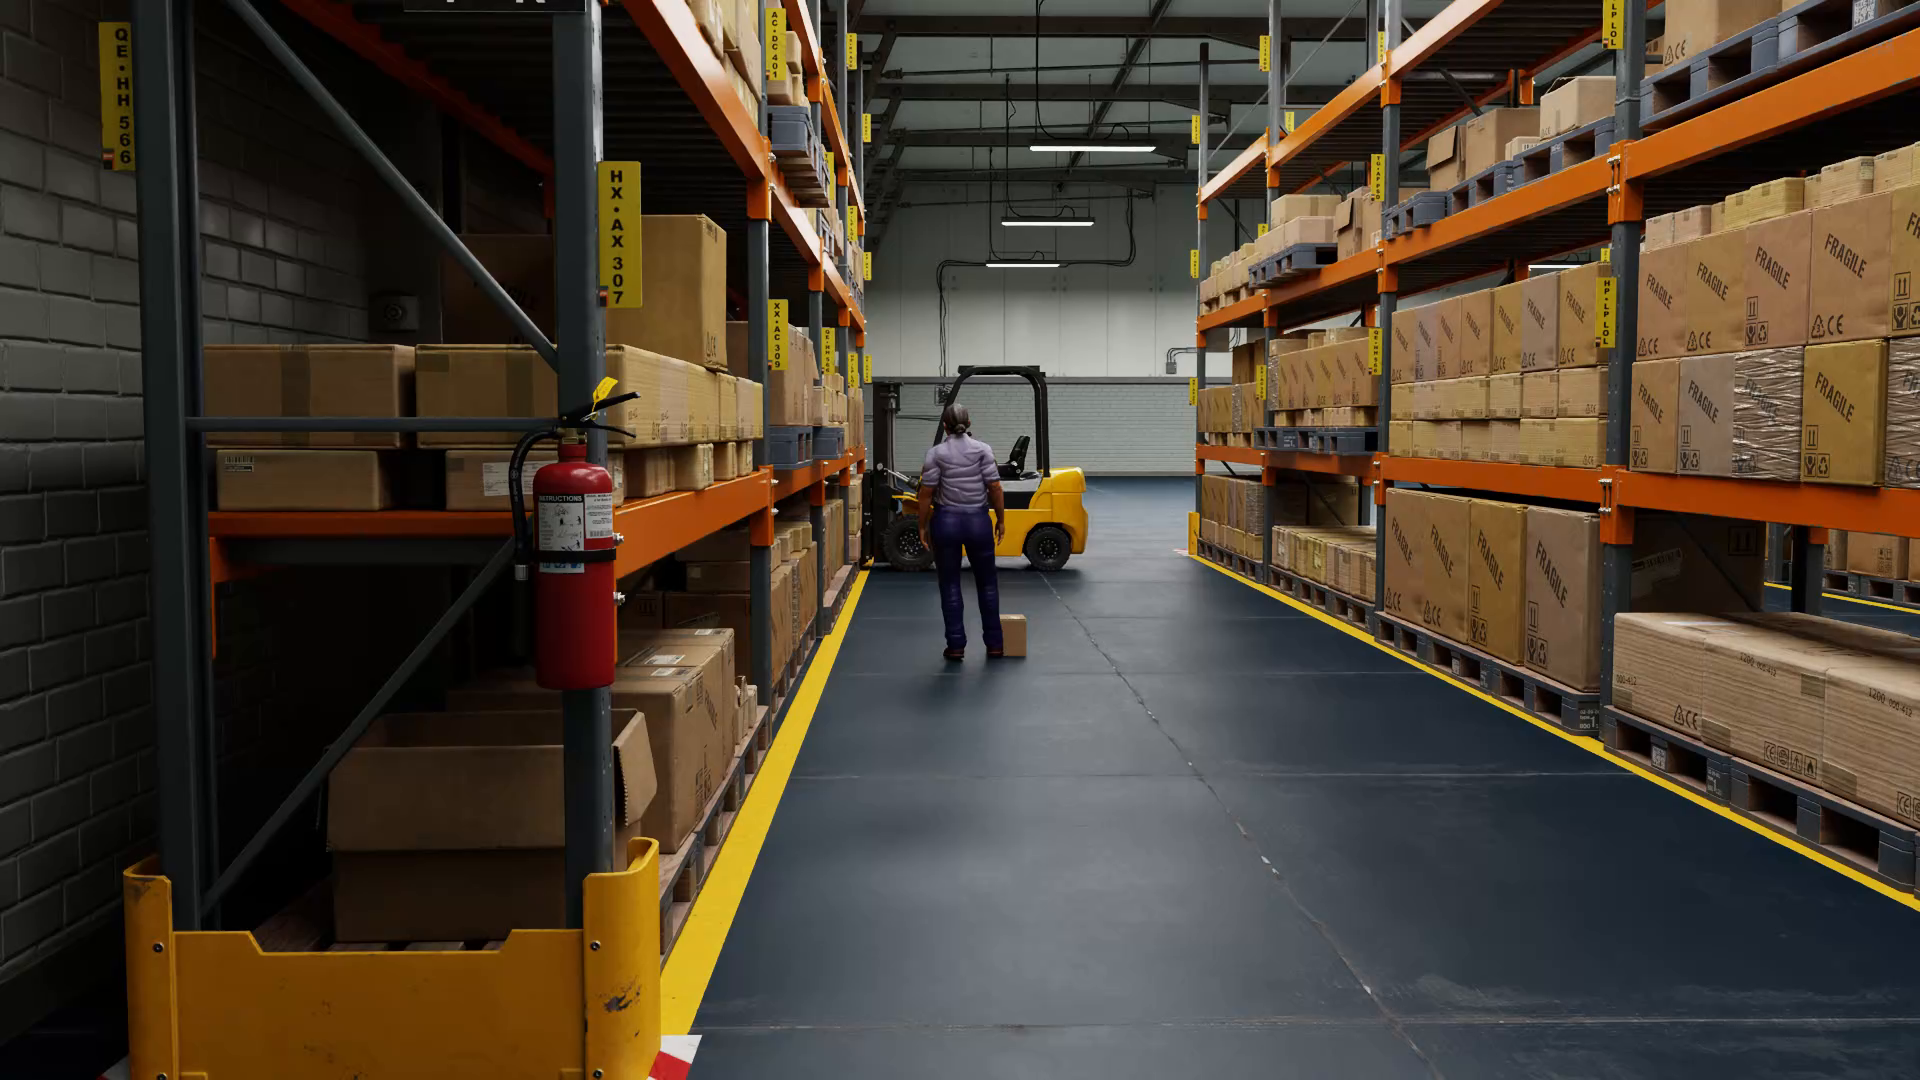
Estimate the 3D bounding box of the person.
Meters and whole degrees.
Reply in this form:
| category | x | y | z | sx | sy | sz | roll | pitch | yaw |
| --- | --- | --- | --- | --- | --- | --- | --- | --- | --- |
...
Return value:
| category | x | y | z | sx | sy | sz | roll | pitch | yaw |
| --- | --- | --- | --- | --- | --- | --- | --- | --- | --- |
| person | 0.026 | -0.059 | 10.821 | 0.598 | 1.651 | 0.504 | 0 | 4 | -1 |
